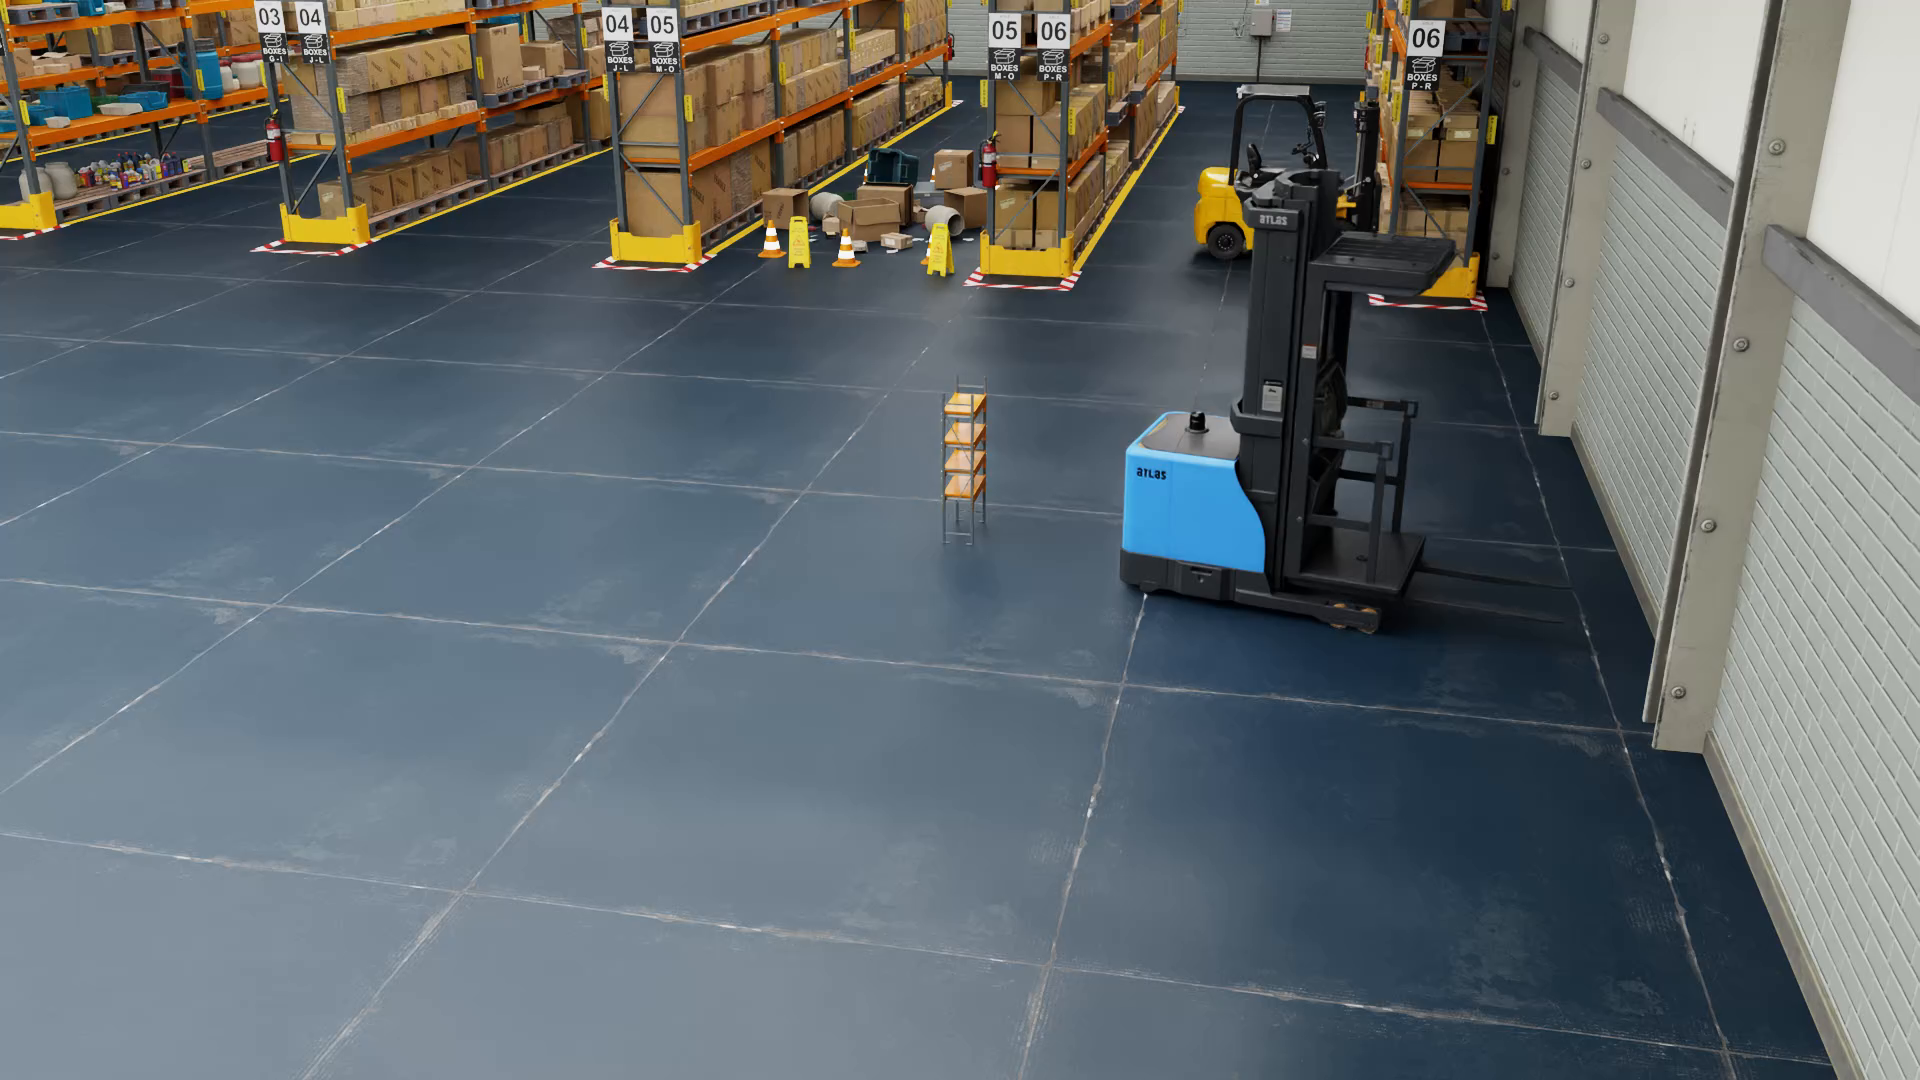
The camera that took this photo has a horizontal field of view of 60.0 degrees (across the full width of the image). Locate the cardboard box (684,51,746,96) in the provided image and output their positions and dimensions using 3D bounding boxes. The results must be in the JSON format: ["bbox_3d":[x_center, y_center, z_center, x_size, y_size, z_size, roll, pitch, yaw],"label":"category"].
[{"bbox_3d":[-3.561,-6.646,23.694,0.875,0.550,0.550,4,22,11],"label":"cardboard box"}]

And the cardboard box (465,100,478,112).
[{"bbox_3d":[-7.800,-6.802,26.065,0.380,0.149,0.250,4,22,11],"label":"cardboard box"}]

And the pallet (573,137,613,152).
[{"bbox_3d":[-6.993,-7.472,31.124,1.003,0.211,1.213,4,22,11],"label":"pallet"}]

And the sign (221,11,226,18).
[{"bbox_3d":[-15.564,-11.198,35.094,0.100,0.325,0.005,4,22,11],"label":"sign"}]

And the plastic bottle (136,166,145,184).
[{"bbox_3d":[-12.902,-5.748,26.175,0.097,0.271,0.097,0,22,0],"label":"plastic bottle"}]

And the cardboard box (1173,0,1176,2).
[{"bbox_3d":[4.231,-11.122,34.114,0.380,0.149,0.250,4,22,10],"label":"cardboard box"}]

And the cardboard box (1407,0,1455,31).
[{"bbox_3d":[5.553,-6.284,19.596,0.500,0.500,0.500,5,23,13],"label":"cardboard box"}]

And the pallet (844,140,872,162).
[{"bbox_3d":[-2.232,-7.060,30.101,1.003,0.211,1.213,4,22,11],"label":"pallet"}]

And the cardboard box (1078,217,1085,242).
[{"bbox_3d":[1.388,-4.181,22.338,0.500,0.250,0.500,5,23,13],"label":"cardboard box"}]

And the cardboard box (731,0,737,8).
[{"bbox_3d":[-3.281,-7.405,22.850,0.380,0.149,0.250,4,22,11],"label":"cardboard box"}]

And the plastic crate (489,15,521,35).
[{"bbox_3d":[-10.329,-11.694,37.746,0.616,0.435,0.499,4,22,11],"label":"plastic crate"}]

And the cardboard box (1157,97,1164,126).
[{"bbox_3d":[3.523,-8.418,32.608,0.875,0.438,0.875,4,22,10],"label":"cardboard box"}]

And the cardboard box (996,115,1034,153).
[{"bbox_3d":[0.682,-5.205,21.231,0.500,0.500,0.500,4,22,10],"label":"cardboard box"}]

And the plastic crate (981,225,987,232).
[{"bbox_3d":[0.535,-4.399,23.668,0.402,0.080,0.583,-3,22,-8],"label":"plastic crate"}]

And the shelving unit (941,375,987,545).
[{"bbox_3d":[0.034,-0.617,12.780,0.258,1.200,0.503,4,22,11],"label":"shelving unit"}]

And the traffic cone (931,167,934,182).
[{"bbox_3d":[-0.380,-5.830,26.711,0.336,0.463,0.334,4,22,11],"label":"traffic cone"}]

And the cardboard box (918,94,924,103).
[{"bbox_3d":[-0.960,-9.125,34.352,0.380,0.149,0.250,4,22,11],"label":"cardboard box"}]

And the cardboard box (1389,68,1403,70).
[{"bbox_3d":[6.837,-7.219,25.761,0.380,0.149,0.250,5,22,11],"label":"cardboard box"}]

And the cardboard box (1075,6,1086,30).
[{"bbox_3d":[1.317,-6.608,21.034,0.500,0.250,0.500,4,22,10],"label":"cardboard box"}]

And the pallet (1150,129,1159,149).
[{"bbox_3d":[3.206,-7.609,31.464,1.003,0.211,1.213,4,22,11],"label":"pallet"}]

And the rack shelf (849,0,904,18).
[{"bbox_3d":[-1.985,-9.857,30.261,1.077,0.370,4.000,4,22,11],"label":"rack shelf"}]

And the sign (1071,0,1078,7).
[{"bbox_3d":[1.373,-6.557,19.934,0.100,0.325,0.005,4,22,11],"label":"sign"}]

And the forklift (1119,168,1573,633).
[{"bbox_3d":[2.711,-0.952,11.295,3.031,2.935,1.130,9,24,22],"label":"forklift"}]

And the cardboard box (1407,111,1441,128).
[{"bbox_3d":[5.568,-5.057,19.994,0.380,0.149,0.250,5,22,11],"label":"cardboard box"}]

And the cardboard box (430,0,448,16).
[{"bbox_3d":[-7.998,-7.965,24.801,0.500,0.250,0.500,5,22,12],"label":"cardboard box"}]

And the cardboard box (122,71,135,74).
[{"bbox_3d":[-20.187,-11.313,39.712,0.700,0.500,0.500,4,22,11],"label":"cardboard box"}]

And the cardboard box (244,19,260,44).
[{"bbox_3d":[-15.636,-11.102,36.270,0.500,0.500,0.500,5,22,12],"label":"cardboard box"}]

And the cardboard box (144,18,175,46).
[{"bbox_3d":[-16.409,-10.293,33.699,0.700,0.500,0.500,-1,22,-3],"label":"cardboard box"}]

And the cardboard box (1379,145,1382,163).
[{"bbox_3d":[6.930,-5.731,25.684,0.875,0.625,0.625,4,22,9],"label":"cardboard box"}]

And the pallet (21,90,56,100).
[{"bbox_3d":[-20.727,-10.057,37.543,1.003,0.211,1.213,4,22,11],"label":"pallet"}]

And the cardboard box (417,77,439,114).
[{"bbox_3d":[-8.336,-6.674,24.877,0.875,0.500,0.500,4,22,11],"label":"cardboard box"}]

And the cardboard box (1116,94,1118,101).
[{"bbox_3d":[2.216,-6.812,25.526,0.380,0.149,0.250,5,22,12],"label":"cardboard box"}]

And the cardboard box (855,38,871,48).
[{"bbox_3d":[-1.842,-9.057,30.305,0.380,0.149,0.250,5,23,13],"label":"cardboard box"}]

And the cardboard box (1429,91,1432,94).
[{"bbox_3d":[6.799,-6.347,23.596,0.380,0.149,0.250,4,22,10],"label":"cardboard box"}]

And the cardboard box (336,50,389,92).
[{"bbox_3d":[-8.372,-6.568,23.276,0.500,0.500,0.500,4,22,11],"label":"cardboard box"}]

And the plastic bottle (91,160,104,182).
[{"bbox_3d":[-13.627,-5.817,26.238,0.144,0.351,0.185,5,23,13],"label":"plastic bottle"}]

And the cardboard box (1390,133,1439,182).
[{"bbox_3d":[5.545,-4.671,20.302,0.500,0.500,0.500,4,22,10],"label":"cardboard box"}]

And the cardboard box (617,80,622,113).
[{"bbox_3d":[-6.877,-8.268,31.650,1.225,0.875,0.875,5,22,11],"label":"cardboard box"}]

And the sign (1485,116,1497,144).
[{"bbox_3d":[6.244,-4.818,19.538,0.100,0.325,0.005,4,22,11],"label":"sign"}]

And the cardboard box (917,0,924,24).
[{"bbox_3d":[-1.022,-10.698,33.531,0.500,0.500,0.500,5,22,12],"label":"cardboard box"}]

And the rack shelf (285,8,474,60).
[{"bbox_3d":[-8.452,-7.346,24.027,1.077,0.370,4.000,4,22,11],"label":"rack shelf"}]

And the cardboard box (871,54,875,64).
[{"bbox_3d":[-1.781,-8.874,30.648,0.380,0.149,0.250,4,22,9],"label":"cardboard box"}]

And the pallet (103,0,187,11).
[{"bbox_3d":[-12.944,-8.430,26.008,1.213,0.211,1.003,4,22,11],"label":"pallet"}]

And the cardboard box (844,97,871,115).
[{"bbox_3d":[-1.912,-7.870,30.160,0.500,0.250,0.500,4,22,10],"label":"cardboard box"}]

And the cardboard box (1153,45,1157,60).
[{"bbox_3d":[3.343,-8.989,30.691,0.500,0.250,0.500,5,22,12],"label":"cardboard box"}]

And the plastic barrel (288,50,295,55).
[{"bbox_3d":[-12.077,-8.520,29.843,0.421,0.512,0.421,0,22,0],"label":"plastic barrel"}]

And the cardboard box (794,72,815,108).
[{"bbox_3d":[-2.631,-7.190,26.558,0.500,0.500,0.500,4,22,11],"label":"cardboard box"}]

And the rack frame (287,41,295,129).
[{"bbox_3d":[-12.076,-8.860,30.839,1.000,3.000,0.127,4,22,11],"label":"rack frame"}]

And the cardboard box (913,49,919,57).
[{"bbox_3d":[-1.039,-9.881,33.708,0.380,0.149,0.250,5,22,12],"label":"cardboard box"}]

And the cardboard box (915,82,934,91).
[{"bbox_3d":[-0.771,-9.545,34.995,0.380,0.149,0.250,5,23,13],"label":"cardboard box"}]

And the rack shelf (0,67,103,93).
[{"bbox_3d":[-17.333,-8.174,30.098,1.077,0.370,4.000,4,22,11],"label":"rack shelf"}]

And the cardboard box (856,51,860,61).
[{"bbox_3d":[-1.993,-8.643,29.674,0.380,0.149,0.250,4,22,9],"label":"cardboard box"}]

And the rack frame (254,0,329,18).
[{"bbox_3d":[-8.860,-8.340,21.516,1.000,3.000,0.127,4,22,11],"label":"rack frame"}]
